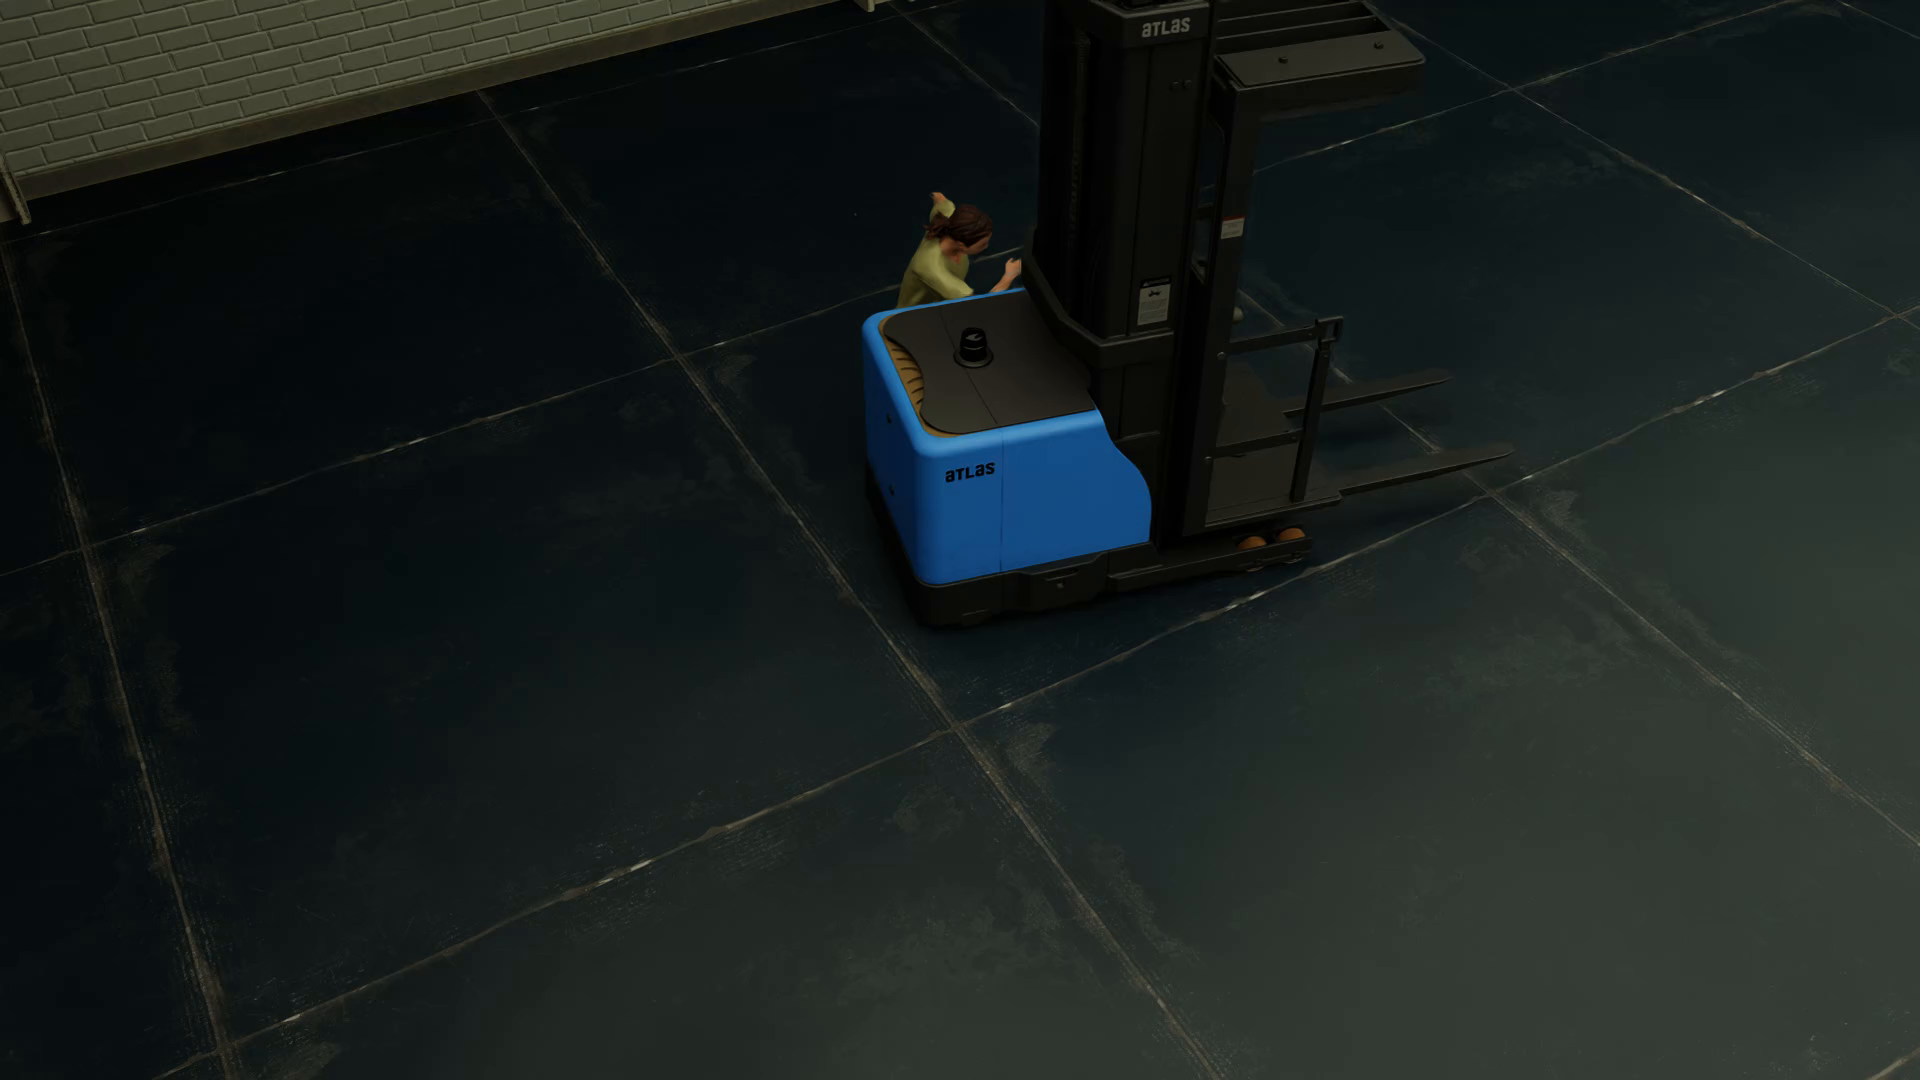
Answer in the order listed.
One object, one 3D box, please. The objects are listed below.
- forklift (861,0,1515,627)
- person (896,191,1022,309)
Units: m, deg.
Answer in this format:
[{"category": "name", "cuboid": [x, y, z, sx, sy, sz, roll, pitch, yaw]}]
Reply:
[{"category": "forklift", "cuboid": [1.126, -1.262, 7.058, 3.031, 2.935, 1.130, -12, 44, -12]}, {"category": "person", "cuboid": [0.093, -1.105, 8.086, 0.908, 1.382, 1.093, 14, 45, 15]}]
